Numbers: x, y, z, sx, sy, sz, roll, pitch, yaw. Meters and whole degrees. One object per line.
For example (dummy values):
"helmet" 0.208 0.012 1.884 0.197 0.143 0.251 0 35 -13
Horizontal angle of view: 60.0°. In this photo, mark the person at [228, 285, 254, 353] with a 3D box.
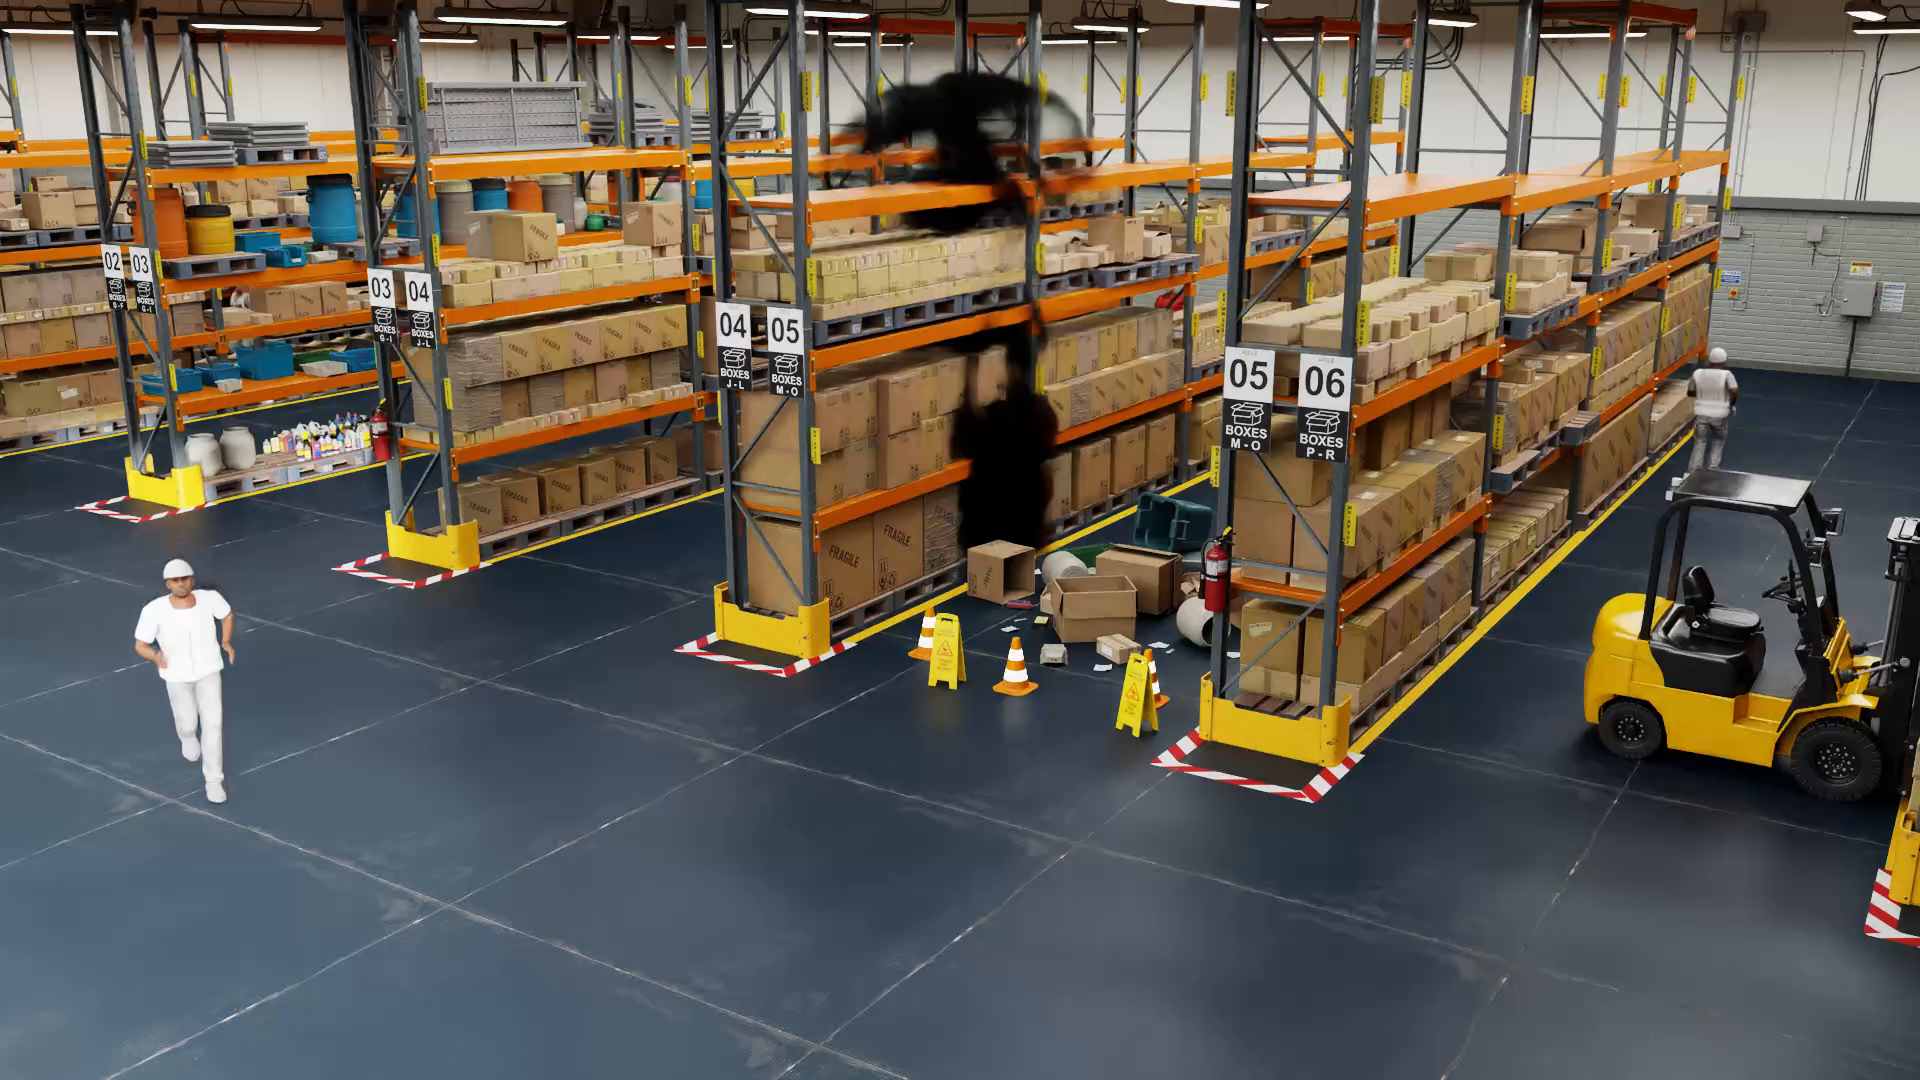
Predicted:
"person" -12.791 -3.794 29.551 0.644 1.742 0.609 5 16 19

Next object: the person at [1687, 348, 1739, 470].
"person" 9.754 -1.583 21.600 0.660 1.840 0.733 10 19 32

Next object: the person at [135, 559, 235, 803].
"person" -5.704 0.992 12.347 0.702 1.761 0.952 -9 18 -29

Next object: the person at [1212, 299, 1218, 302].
"person" 4.246 -3.224 27.829 0.509 1.603 0.665 11 19 33

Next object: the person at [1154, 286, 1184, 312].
"person" 3.754 -3.763 29.599 0.647 1.694 0.667 9 18 29
